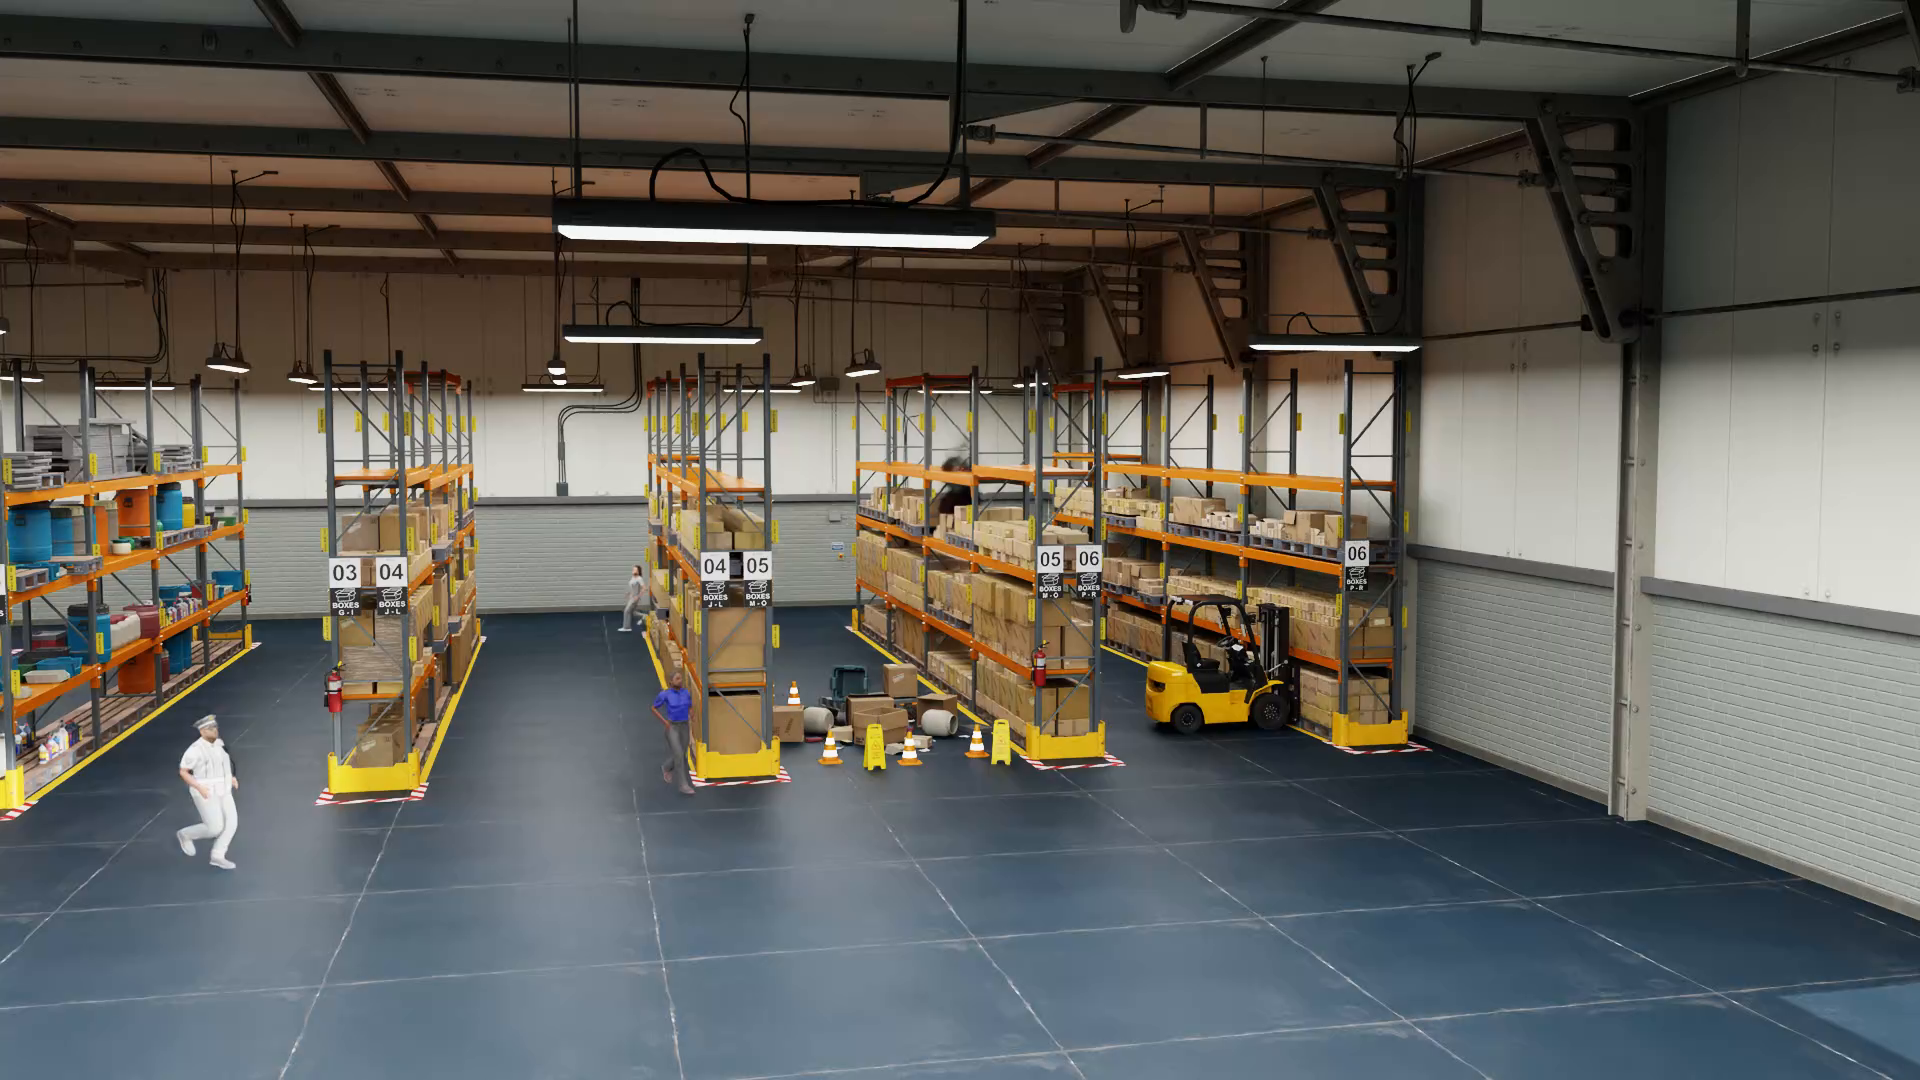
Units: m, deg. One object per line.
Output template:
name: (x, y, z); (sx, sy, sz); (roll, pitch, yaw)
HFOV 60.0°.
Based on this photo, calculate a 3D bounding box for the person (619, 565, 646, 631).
person: (-7.816, 1.408, 40.093); (0.698, 1.602, 0.610); (-3, 5, -39)

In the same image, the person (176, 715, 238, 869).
person: (-8.508, 2.837, 18.821); (0.657, 1.749, 0.671); (1, 4, 17)

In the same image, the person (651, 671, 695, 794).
person: (-3.864, 2.594, 22.672); (0.599, 1.624, 0.849); (-3, 5, -41)
